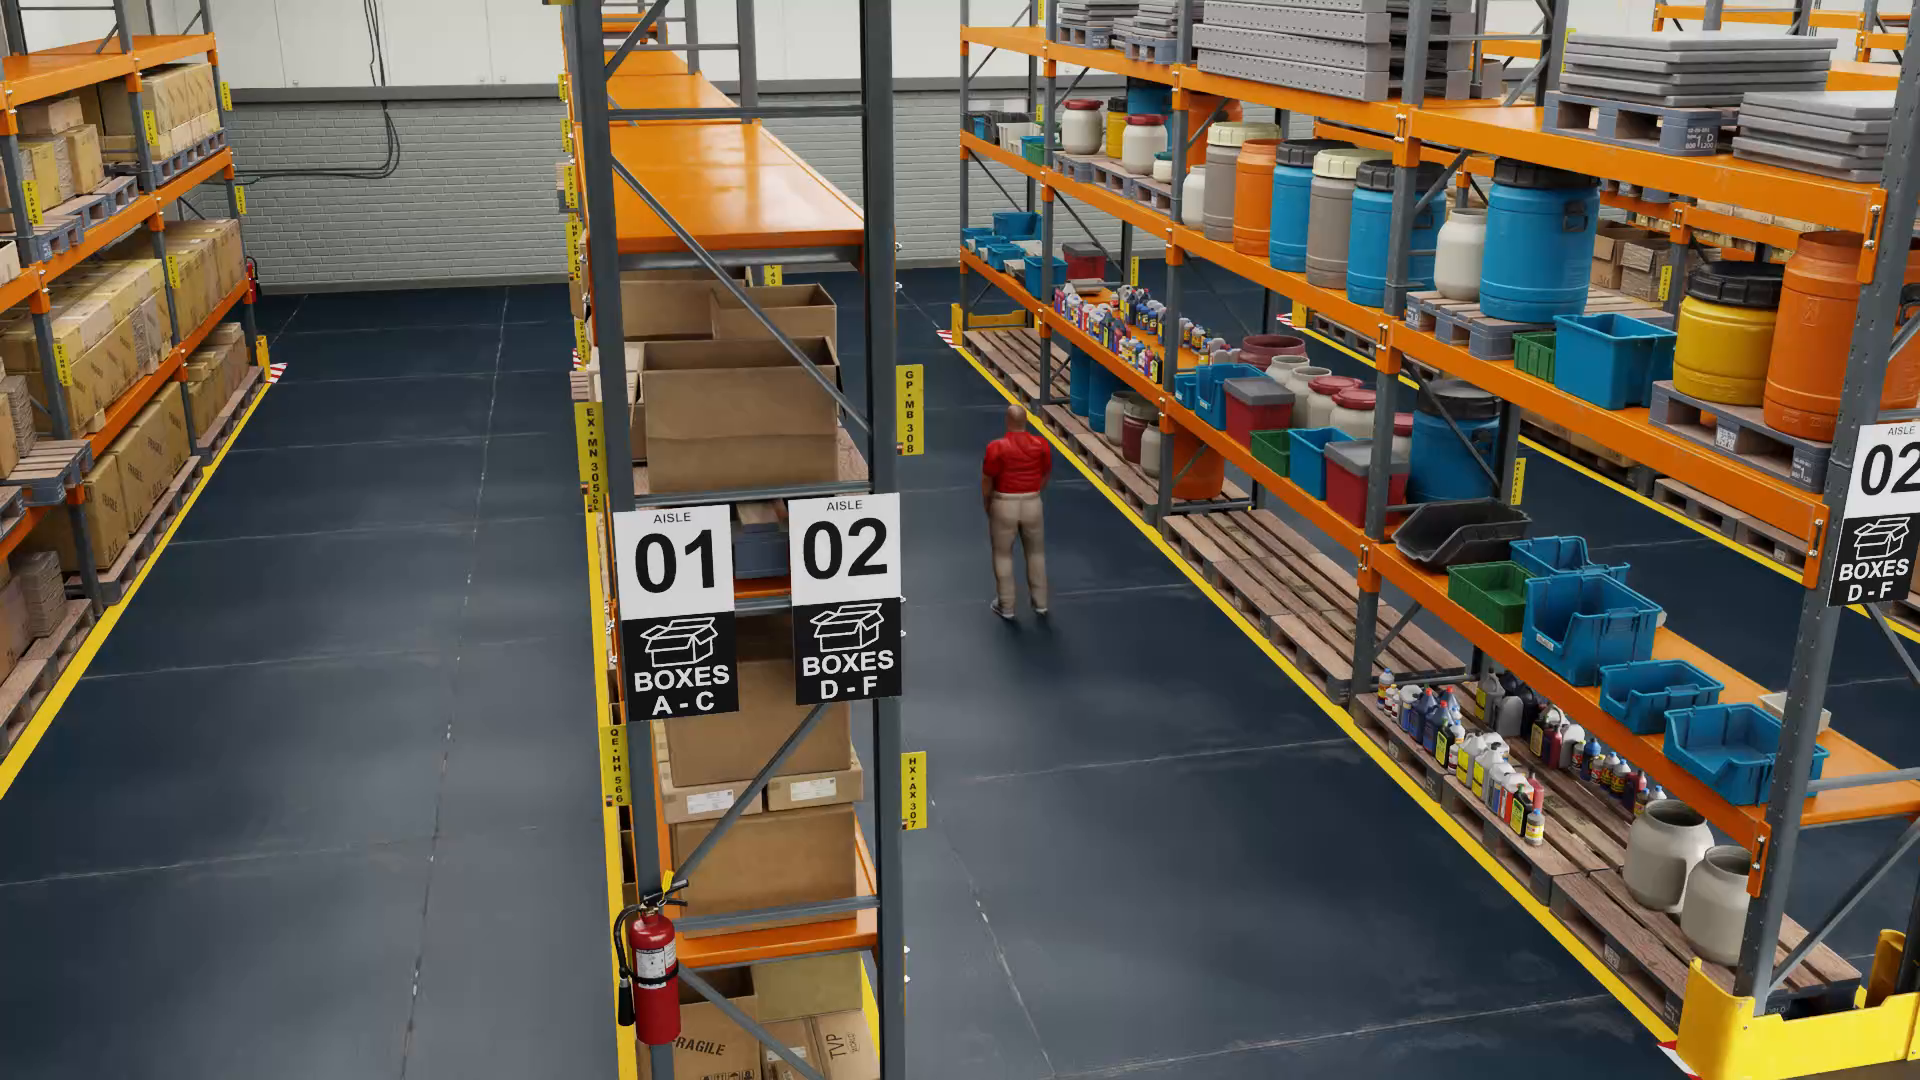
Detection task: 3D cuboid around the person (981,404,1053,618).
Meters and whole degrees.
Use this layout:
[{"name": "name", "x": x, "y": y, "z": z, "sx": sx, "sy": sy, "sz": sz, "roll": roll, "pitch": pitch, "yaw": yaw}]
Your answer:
[{"name": "person", "x": 0.435, "y": -0.247, "z": 13.097, "sx": 0.583, "sy": 1.729, "sz": 0.423, "roll": -4, "pitch": 20, "yaw": -12}]
